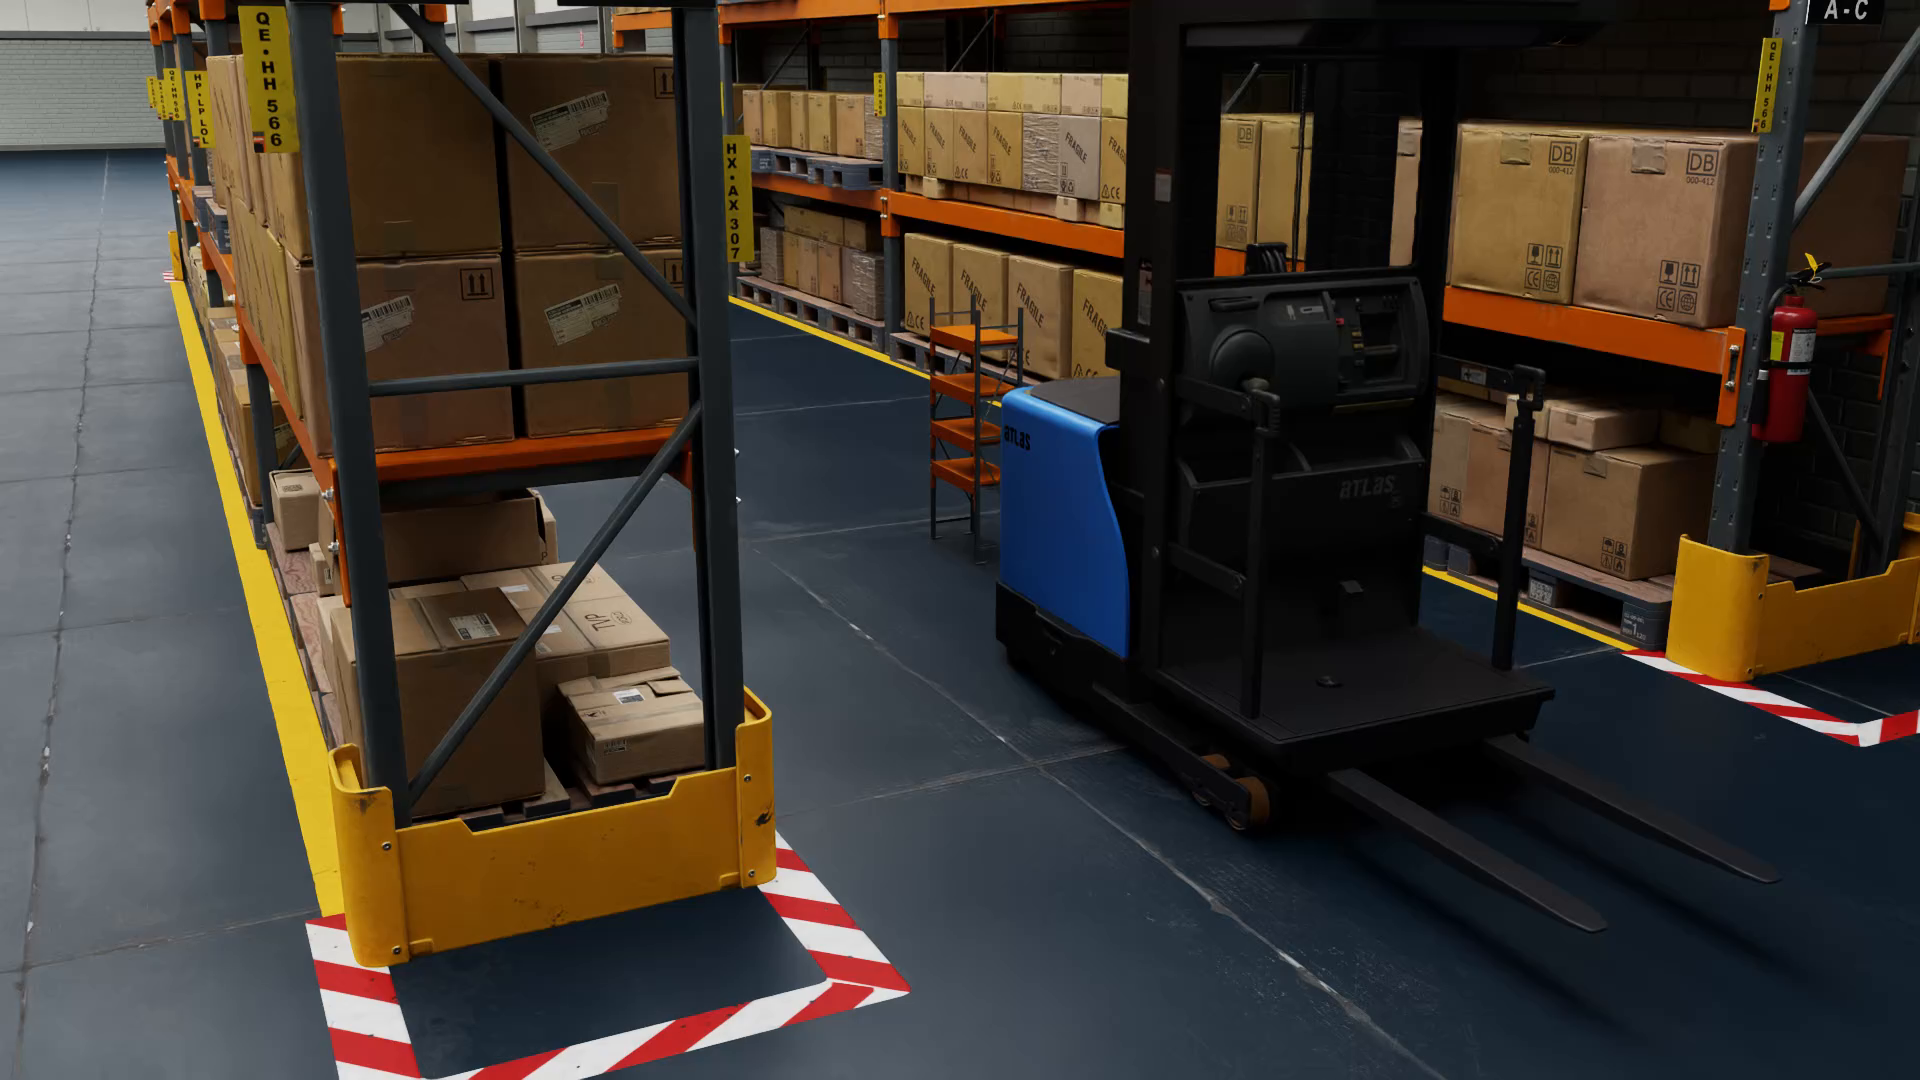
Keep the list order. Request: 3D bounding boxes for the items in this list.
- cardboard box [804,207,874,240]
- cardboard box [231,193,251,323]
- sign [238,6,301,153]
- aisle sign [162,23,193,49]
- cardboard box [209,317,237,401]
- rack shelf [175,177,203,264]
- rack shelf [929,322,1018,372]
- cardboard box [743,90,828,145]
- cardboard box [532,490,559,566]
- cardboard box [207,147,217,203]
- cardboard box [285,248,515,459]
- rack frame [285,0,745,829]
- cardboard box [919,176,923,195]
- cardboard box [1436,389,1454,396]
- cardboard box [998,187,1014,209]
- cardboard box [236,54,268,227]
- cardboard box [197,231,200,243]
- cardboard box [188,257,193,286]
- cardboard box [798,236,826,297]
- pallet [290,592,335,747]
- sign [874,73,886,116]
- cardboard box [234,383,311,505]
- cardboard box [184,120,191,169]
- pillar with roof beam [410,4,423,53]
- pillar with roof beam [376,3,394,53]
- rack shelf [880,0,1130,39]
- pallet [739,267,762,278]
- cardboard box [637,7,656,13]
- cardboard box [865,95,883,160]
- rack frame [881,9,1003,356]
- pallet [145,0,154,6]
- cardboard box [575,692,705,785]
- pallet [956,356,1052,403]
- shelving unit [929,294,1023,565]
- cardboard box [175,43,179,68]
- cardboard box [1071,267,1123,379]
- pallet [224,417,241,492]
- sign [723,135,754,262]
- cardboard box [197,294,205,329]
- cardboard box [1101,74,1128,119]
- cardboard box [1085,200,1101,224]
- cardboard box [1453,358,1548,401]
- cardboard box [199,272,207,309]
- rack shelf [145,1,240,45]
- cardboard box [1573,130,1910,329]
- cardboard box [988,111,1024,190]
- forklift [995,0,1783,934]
[{"bbox_3d":[-1.121,-2.938,15.426,0.500,0.250,0.500,-8,18,-26],"label":"cardboard box"},{"bbox_3d":[-2.626,-1.165,6.689,0.500,0.500,0.500,-7,18,-24],"label":"cardboard box"},{"bbox_3d":[-1.587,-1.057,3.823,0.100,0.325,0.005,-8,18,-25],"label":"sign"},{"bbox_3d":[-8.393,-5.607,17.637,0.394,0.787,0.004,-8,18,-25],"label":"aisle sign"},{"bbox_3d":[-4.407,-1.128,10.476,0.500,0.500,0.500,-8,18,-27],"label":"cardboard box"},{"bbox_3d":[-5.460,-2.544,12.983,1.077,0.370,4.000,-8,18,-25],"label":"rack shelf"},{"bbox_3d":[0.072,-0.913,7.834,0.258,0.148,0.480,-8,18,-25],"label":"rack shelf"},{"bbox_3d":[-1.693,-4.115,16.172,0.700,0.500,0.500,-8,18,-25],"label":"cardboard box"},{"bbox_3d":[-1.999,-0.028,6.989,0.500,0.311,0.500,-8,18,-25],"label":"cardboard box"},{"bbox_3d":[-3.978,-2.252,9.716,0.700,0.500,0.500,-4,17,-14],"label":"cardboard box"},{"bbox_3d":[-1.520,-0.537,4.502,0.500,0.500,0.500,-7,17,-23],"label":"cardboard box"},{"bbox_3d":[-1.080,-0.410,4.243,1.000,3.000,0.127,-8,18,-25],"label":"rack frame"},{"bbox_3d":[-0.094,-2.709,12.673,0.380,0.149,0.250,-7,18,-24],"label":"cardboard box"},{"bbox_3d":[2.295,-0.552,8.506,0.700,0.500,0.500,-7,18,-24],"label":"cardboard box"},{"bbox_3d":[0.485,-2.394,11.574,0.380,0.149,0.250,-8,18,-25],"label":"cardboard box"},{"bbox_3d":[-1.975,-1.269,5.242,0.500,0.500,0.500,-7,17,-23],"label":"cardboard box"},{"bbox_3d":[-6.945,-2.841,15.575,0.500,0.500,0.500,-8,18,-25],"label":"cardboard box"},{"bbox_3d":[-7.179,-2.602,16.104,0.500,0.250,0.500,-8,18,-25],"label":"cardboard box"},{"bbox_3d":[-1.089,-2.562,15.473,0.700,0.500,0.500,-7,18,-24],"label":"cardboard box"},{"bbox_3d":[-1.994,0.411,6.435,1.003,0.211,1.213,-8,18,-25],"label":"pallet"},{"bbox_3d":[-0.617,-3.444,12.859,0.100,0.325,0.005,-8,18,-25],"label":"sign"},{"bbox_3d":[-3.306,-0.500,8.289,0.500,0.500,0.500,-8,18,-25],"label":"cardboard box"},{"bbox_3d":[-6.990,-3.798,15.867,0.700,0.500,0.500,-7,18,-24],"label":"cardboard box"},{"bbox_3d":[-16.937,-13.223,38.014,9.100,9.000,0.400,-8,18,-25],"label":"pillar with roof beam"},{"bbox_3d":[-19.566,-14.710,43.198,9.100,9.000,0.400,-8,18,-25],"label":"pillar with roof beam"},{"bbox_3d":[0.743,-3.594,11.202,1.077,0.370,4.000,-8,18,-25],"label":"rack shelf"},{"bbox_3d":[-2.211,-2.807,17.651,1.003,0.211,1.213,-8,18,-25],"label":"pallet"},{"bbox_3d":[-3.282,-6.098,18.407,0.500,0.500,0.500,-7,17,-22],"label":"cardboard box"},{"bbox_3d":[-0.348,-3.369,13.572,0.700,0.500,0.500,-10,19,-31],"label":"cardboard box"},{"bbox_3d":[-0.133,-2.994,13.245,1.000,3.000,0.127,-8,18,-25],"label":"rack frame"},{"bbox_3d":[-7.803,-5.599,17.045,1.003,0.211,1.213,-8,18,-25],"label":"pallet"},{"bbox_3d":[-0.954,0.603,5.082,0.380,0.149,0.250,-8,18,-25],"label":"cardboard box"},{"bbox_3d":[0.675,-1.147,11.864,1.003,0.211,1.213,-8,18,-25],"label":"pallet"},{"bbox_3d":[0.072,-0.536,7.942,0.258,1.200,0.503,-8,18,-25],"label":"shelving unit"},{"bbox_3d":[-6.978,-4.416,15.669,0.700,0.500,0.500,-8,18,-25],"label":"cardboard box"},{"bbox_3d":[1.218,-1.316,10.534,0.750,0.750,0.750,-7,18,-24],"label":"cardboard box"},{"bbox_3d":[-3.761,-0.562,9.826,1.003,0.211,1.213,-8,18,-25],"label":"pallet"},{"bbox_3d":[-0.592,-0.892,4.352,0.100,0.325,0.005,-8,18,-25],"label":"sign"},{"bbox_3d":[-5.931,-1.881,13.592,0.500,0.250,0.500,-8,18,-27],"label":"cardboard box"},{"bbox_3d":[1.185,-2.648,9.923,0.500,0.250,0.500,-7,18,-24],"label":"cardboard box"},{"bbox_3d":[1.012,-2.070,10.444,0.380,0.149,0.250,-7,17,-23],"label":"cardboard box"},{"bbox_3d":[2.653,-0.791,8.163,0.380,0.149,0.250,-7,18,-24],"label":"cardboard box"},{"bbox_3d":[-5.487,-1.898,12.632,0.500,0.311,0.500,-8,18,-25],"label":"cardboard box"},{"bbox_3d":[-7.213,-4.978,16.025,1.077,0.370,4.000,-8,18,-25],"label":"rack shelf"},{"bbox_3d":[3.139,-1.279,6.727,0.980,0.700,0.700,-7,17,-22],"label":"cardboard box"},{"bbox_3d":[0.522,-2.661,11.327,0.500,0.500,0.500,-7,17,-23],"label":"cardboard box"},{"bbox_3d":[1.219,-0.649,5.197,1.130,2.935,3.031,-7,18,-24],"label":"forklift"}]
